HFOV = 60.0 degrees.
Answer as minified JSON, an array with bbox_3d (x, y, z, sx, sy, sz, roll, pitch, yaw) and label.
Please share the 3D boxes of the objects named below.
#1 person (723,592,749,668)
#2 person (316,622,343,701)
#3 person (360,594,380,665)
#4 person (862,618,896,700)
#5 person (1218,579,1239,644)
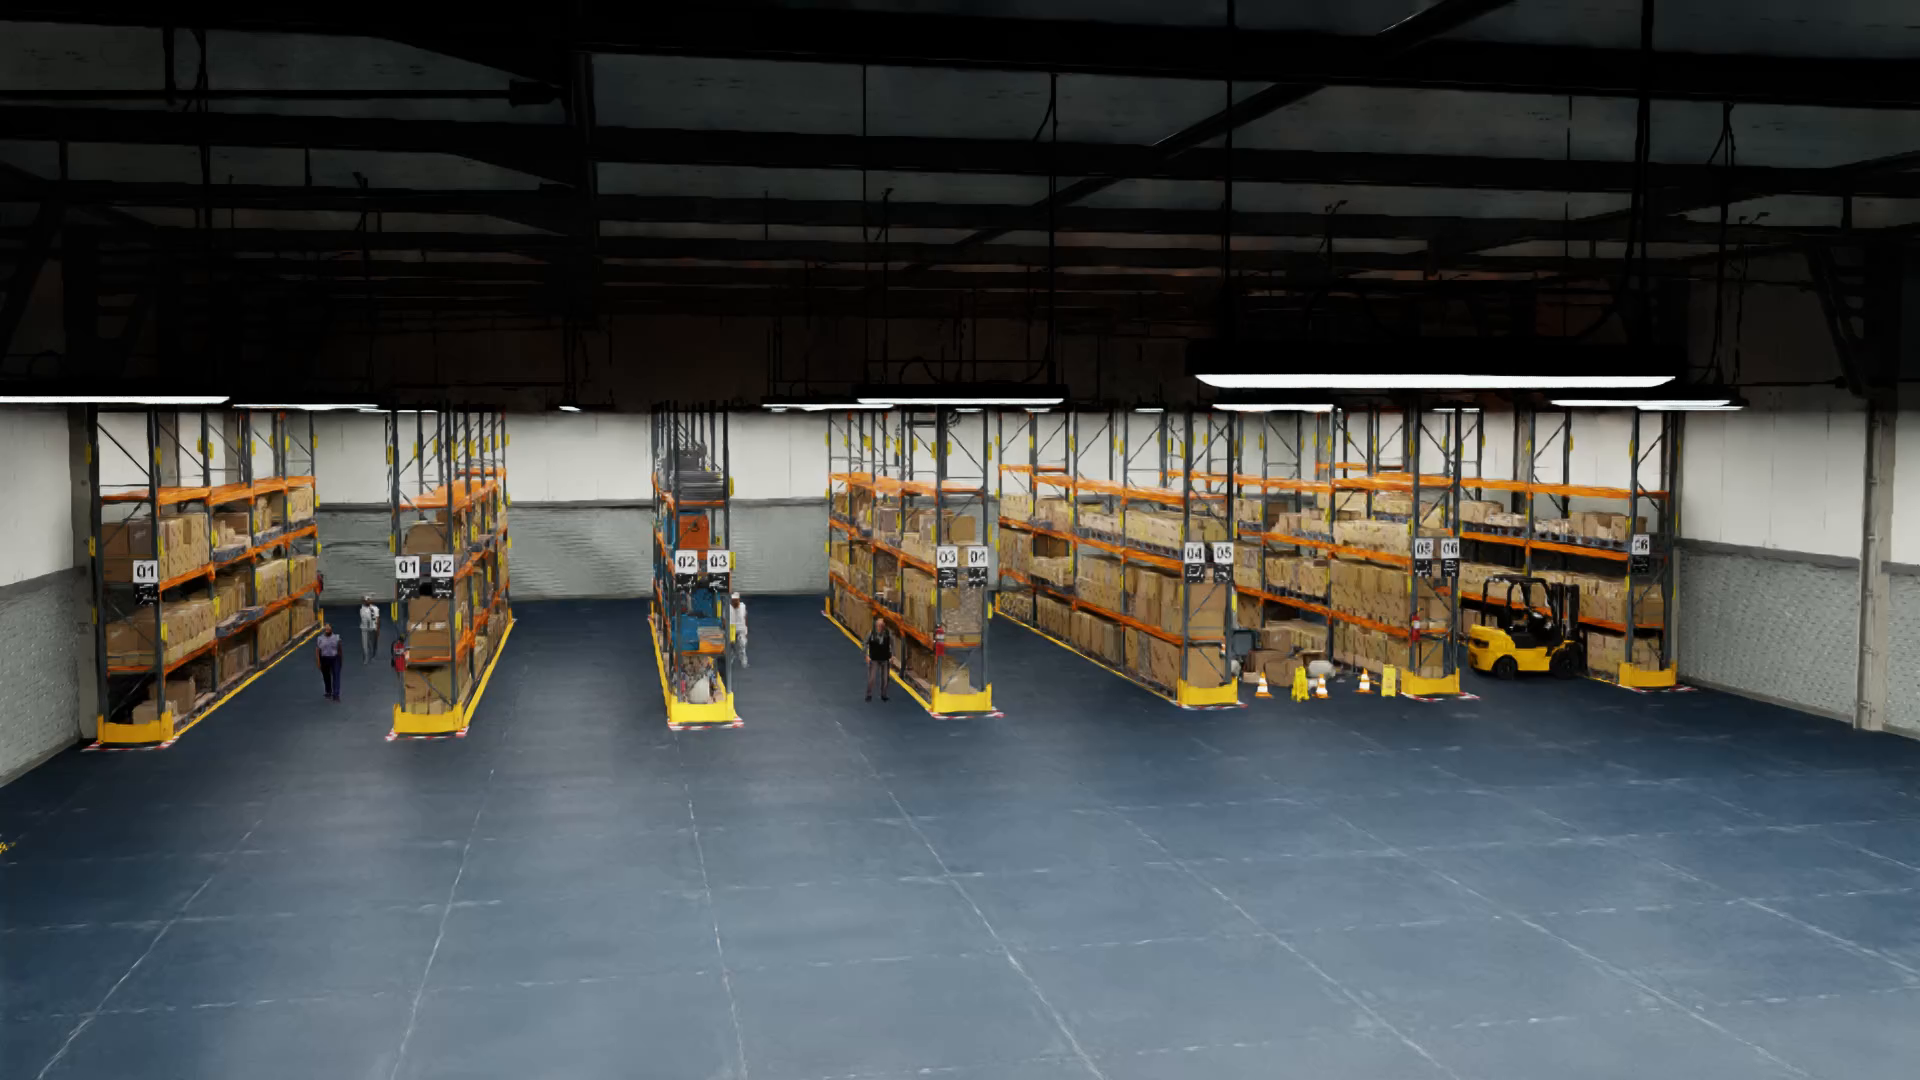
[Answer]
[{"bbox_3d":[-5.075,2.015,37.648,0.571,1.702,1.114,-1,4,-14],"label":"person"},{"bbox_3d":[-12.647,2.420,33.331,0.481,1.551,1.091,-1,4,-14],"label":"person"},{"bbox_3d":[-13.541,2.026,38.190,0.461,1.626,0.990,-1,4,-13],"label":"person"},{"bbox_3d":[-1.619,2.388,33.279,0.677,1.671,0.534,-1,4,-13],"label":"person"},{"bbox_3d":[6.687,1.772,41.155,0.580,1.666,0.575,1,4,12],"label":"person"}]
